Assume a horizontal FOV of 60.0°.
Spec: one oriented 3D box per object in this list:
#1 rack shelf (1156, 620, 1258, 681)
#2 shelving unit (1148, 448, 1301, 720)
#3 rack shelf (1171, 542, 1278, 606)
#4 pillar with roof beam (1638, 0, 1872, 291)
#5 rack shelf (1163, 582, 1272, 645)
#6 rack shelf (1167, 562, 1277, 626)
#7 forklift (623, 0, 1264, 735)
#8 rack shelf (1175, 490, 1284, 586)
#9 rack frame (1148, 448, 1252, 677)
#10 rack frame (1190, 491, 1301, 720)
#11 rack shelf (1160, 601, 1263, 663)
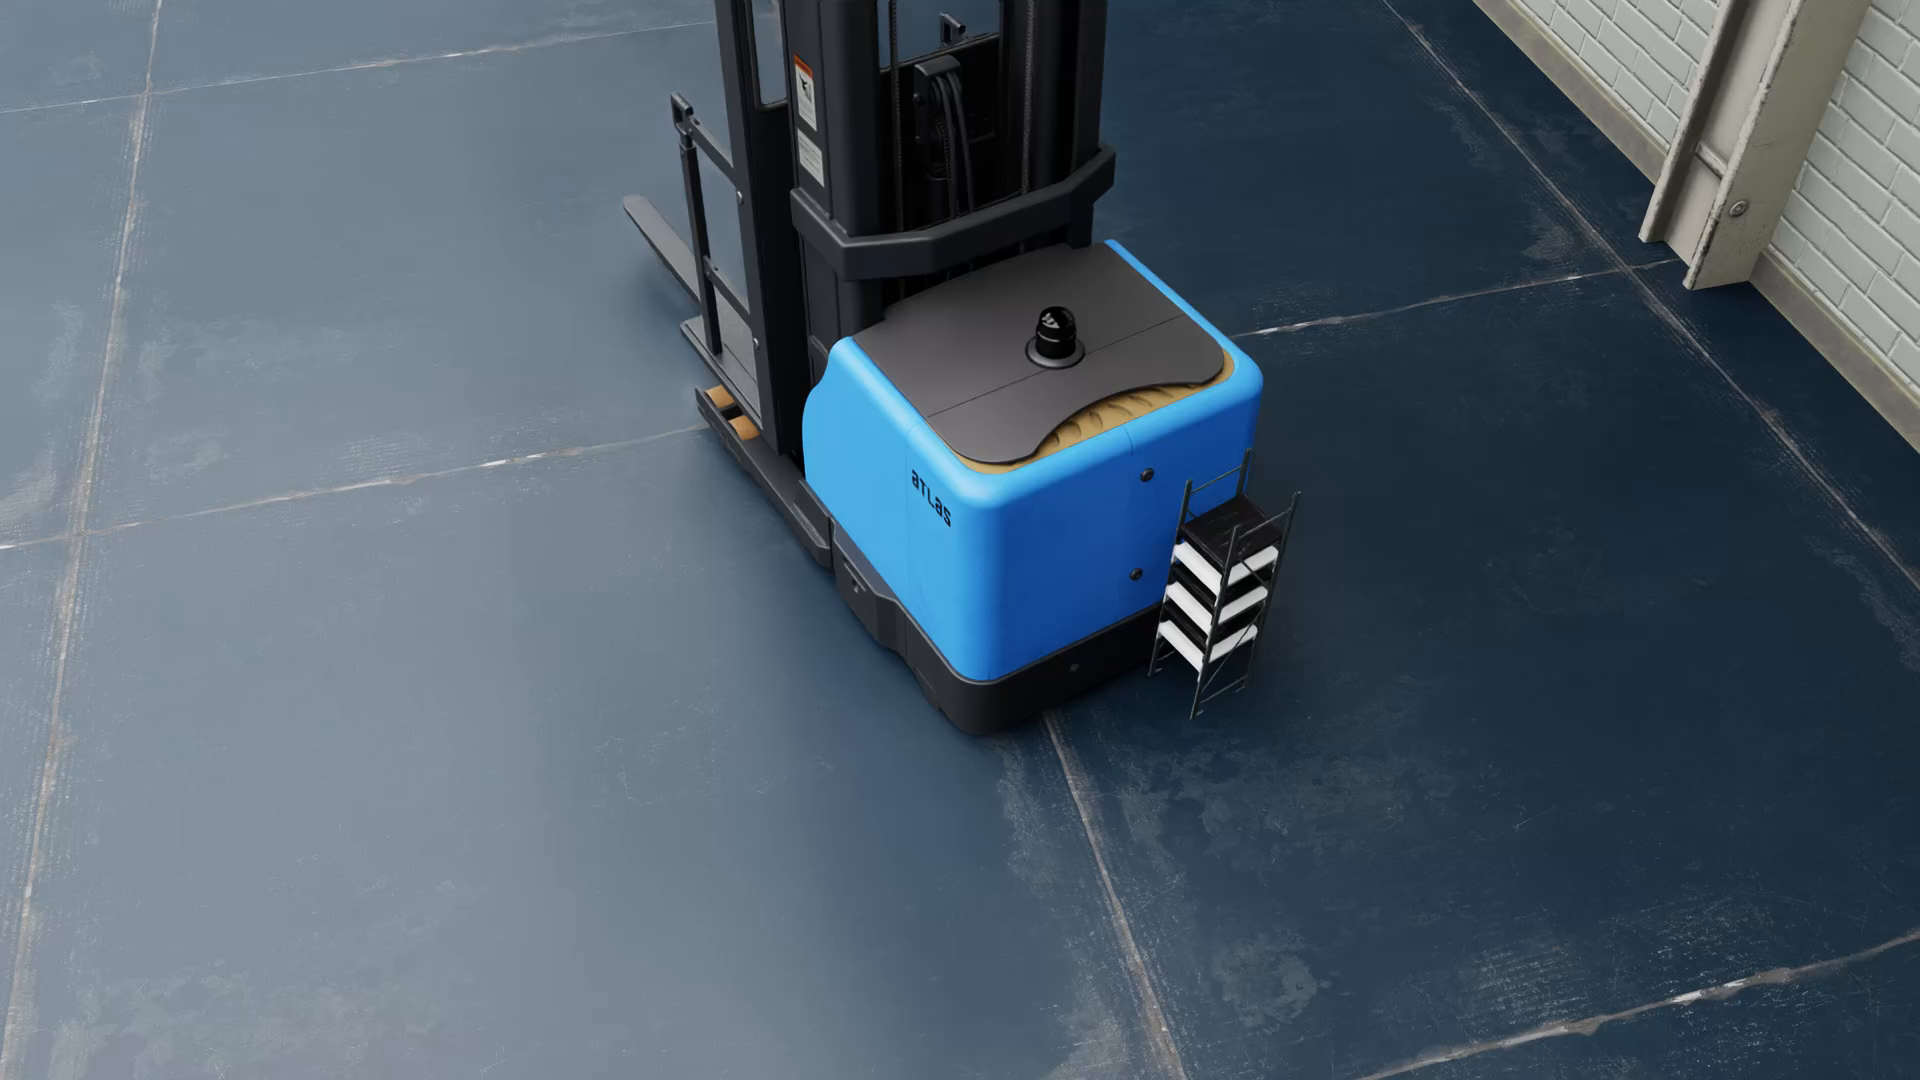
[{"bbox_3d":[0.768,0.292,5.124,0.258,0.077,0.200,-27,55,-24],"label":"rack shelf"},{"bbox_3d":[0.775,0.150,4.965,0.258,0.900,0.210,-27,55,-24],"label":"shelving unit"},{"bbox_3d":[0.779,0.053,4.855,0.258,0.077,0.200,-27,55,-24],"label":"rack shelf"},{"bbox_3d":[-1.107,-3.539,2.917,9.100,9.000,0.400,-11,47,-10],"label":"pillar with roof beam"},{"bbox_3d":[0.774,0.172,4.990,0.258,0.077,0.200,-27,55,-24],"label":"rack shelf"},{"bbox_3d":[0.777,0.112,4.923,0.258,0.077,0.200,-27,55,-24],"label":"rack shelf"},{"bbox_3d":[-0.310,-1.471,5.140,1.130,2.935,3.031,-24,50,-21],"label":"forklift"},{"bbox_3d":[0.782,-0.007,4.788,0.258,0.077,0.200,-27,55,-24],"label":"rack shelf"},{"bbox_3d":[0.716,0.087,5.019,0.240,0.900,0.006,-27,55,-24],"label":"rack frame"},{"bbox_3d":[0.833,0.213,4.911,0.240,0.900,0.006,-27,55,-24],"label":"rack frame"},{"bbox_3d":[0.771,0.232,5.057,0.258,0.077,0.200,-27,55,-24],"label":"rack shelf"}]
